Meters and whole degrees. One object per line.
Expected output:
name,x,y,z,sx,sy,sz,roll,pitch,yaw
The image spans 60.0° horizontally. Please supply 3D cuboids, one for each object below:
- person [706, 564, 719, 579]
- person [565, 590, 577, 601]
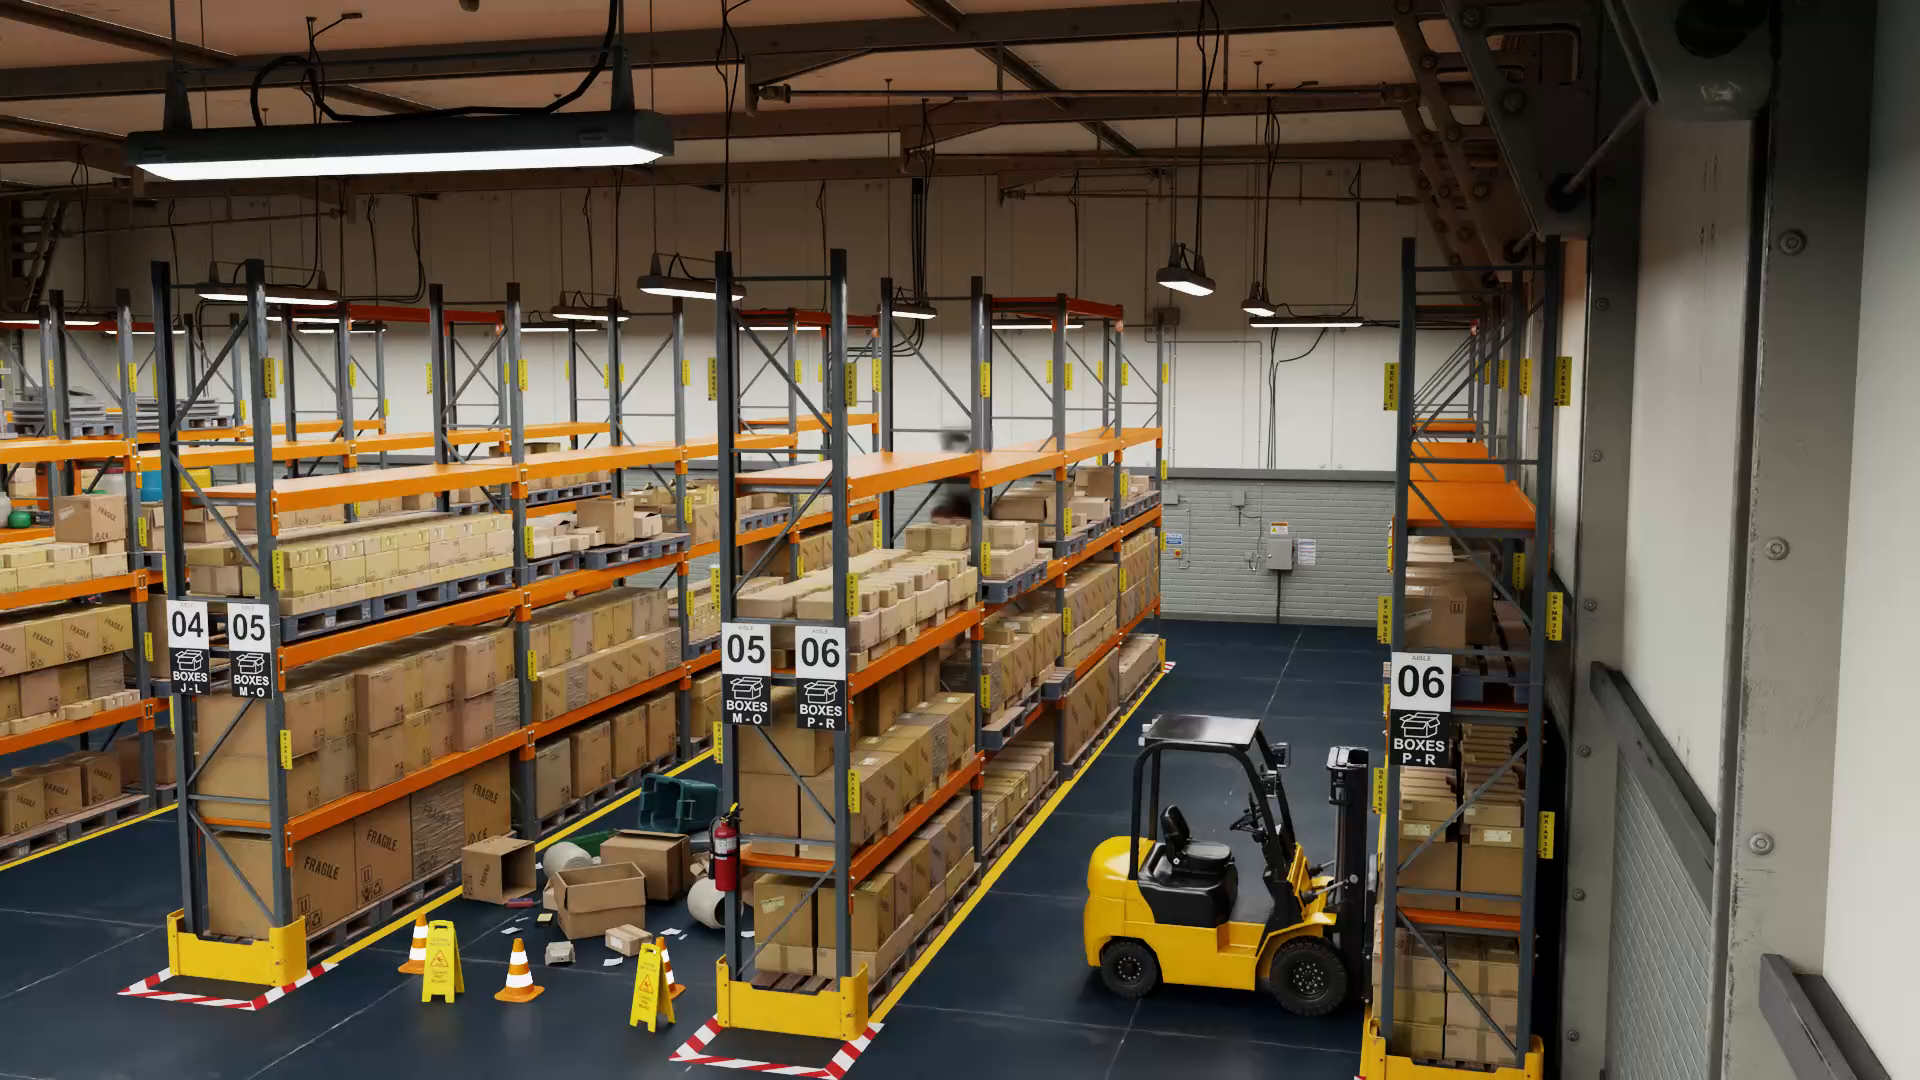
person,-4.165,1.307,27.983,0.691,1.807,0.950,2,6,17
person,-6.113,1.554,26.209,0.576,1.684,0.956,1,6,12
